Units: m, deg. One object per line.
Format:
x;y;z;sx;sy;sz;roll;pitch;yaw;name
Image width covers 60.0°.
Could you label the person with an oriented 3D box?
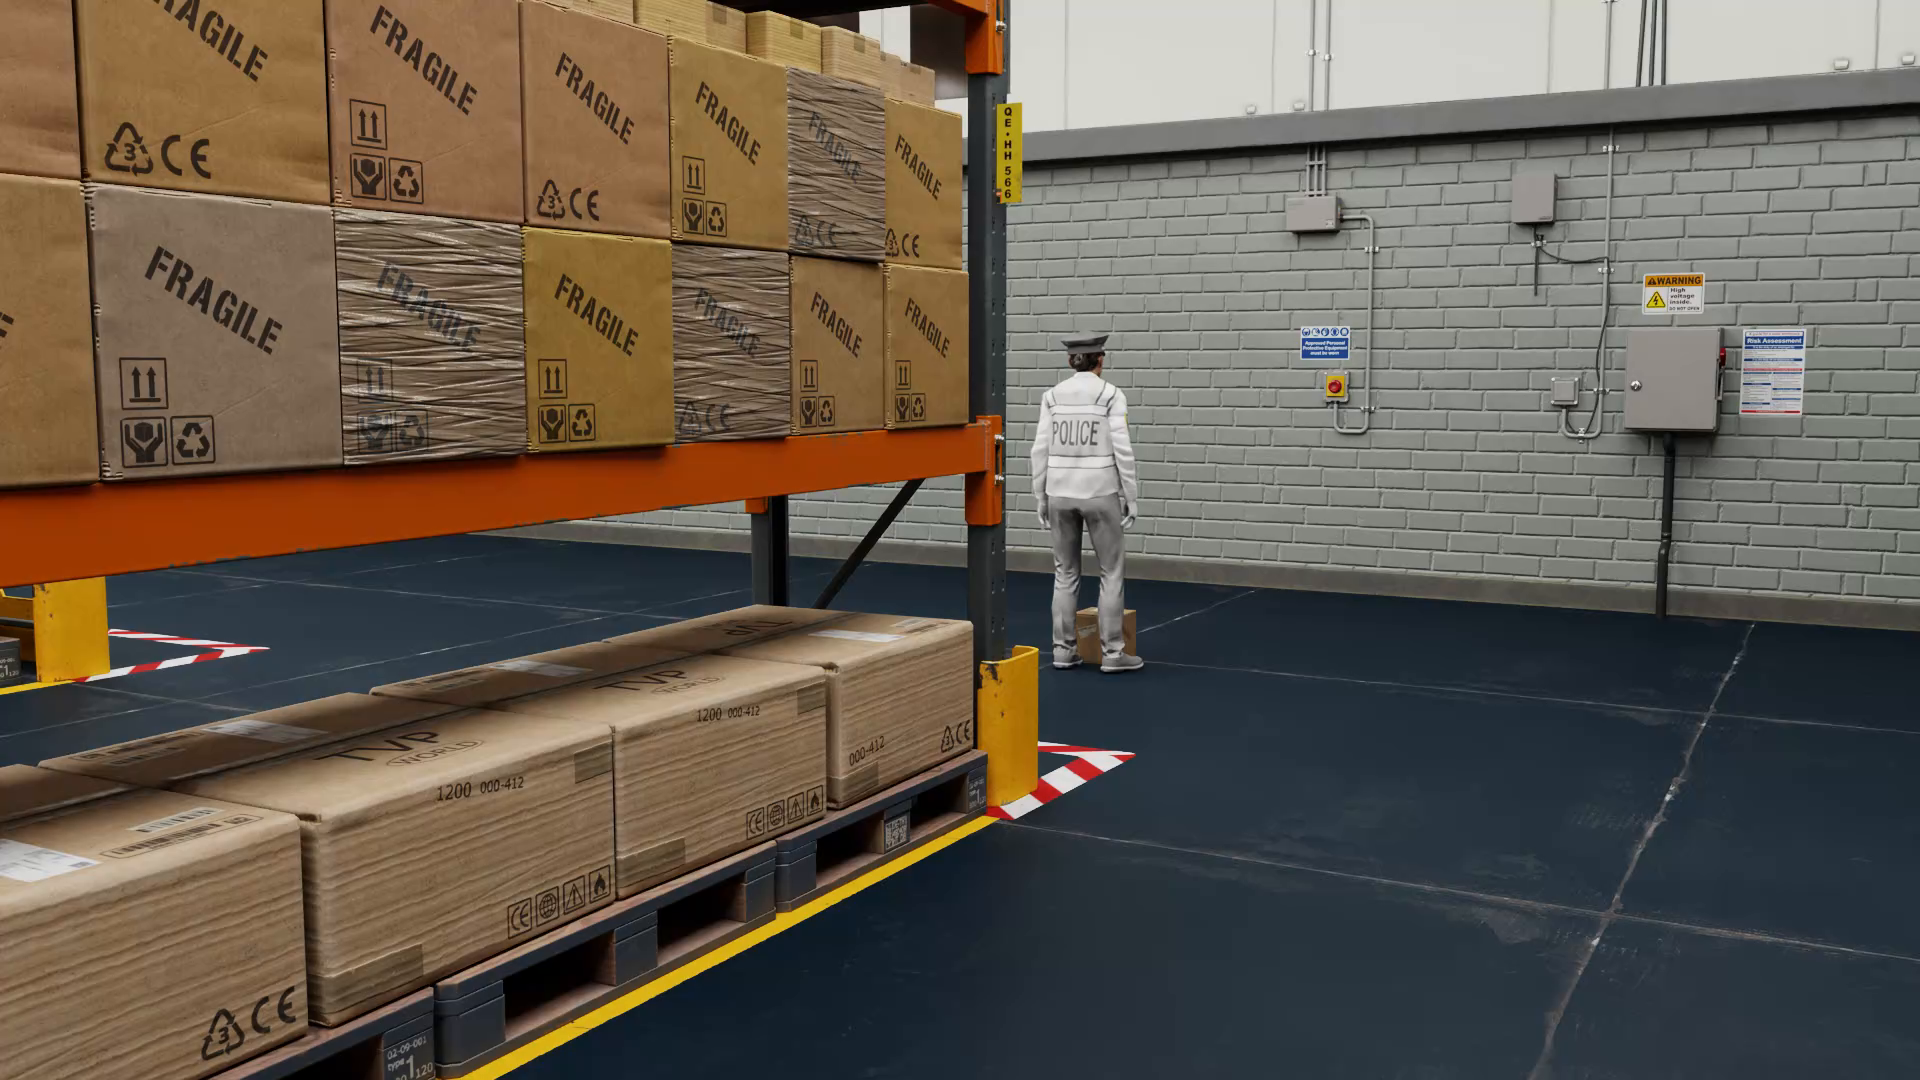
0.617;-0.191;8.158;0.543;1.662;0.376;3;7;25;person
